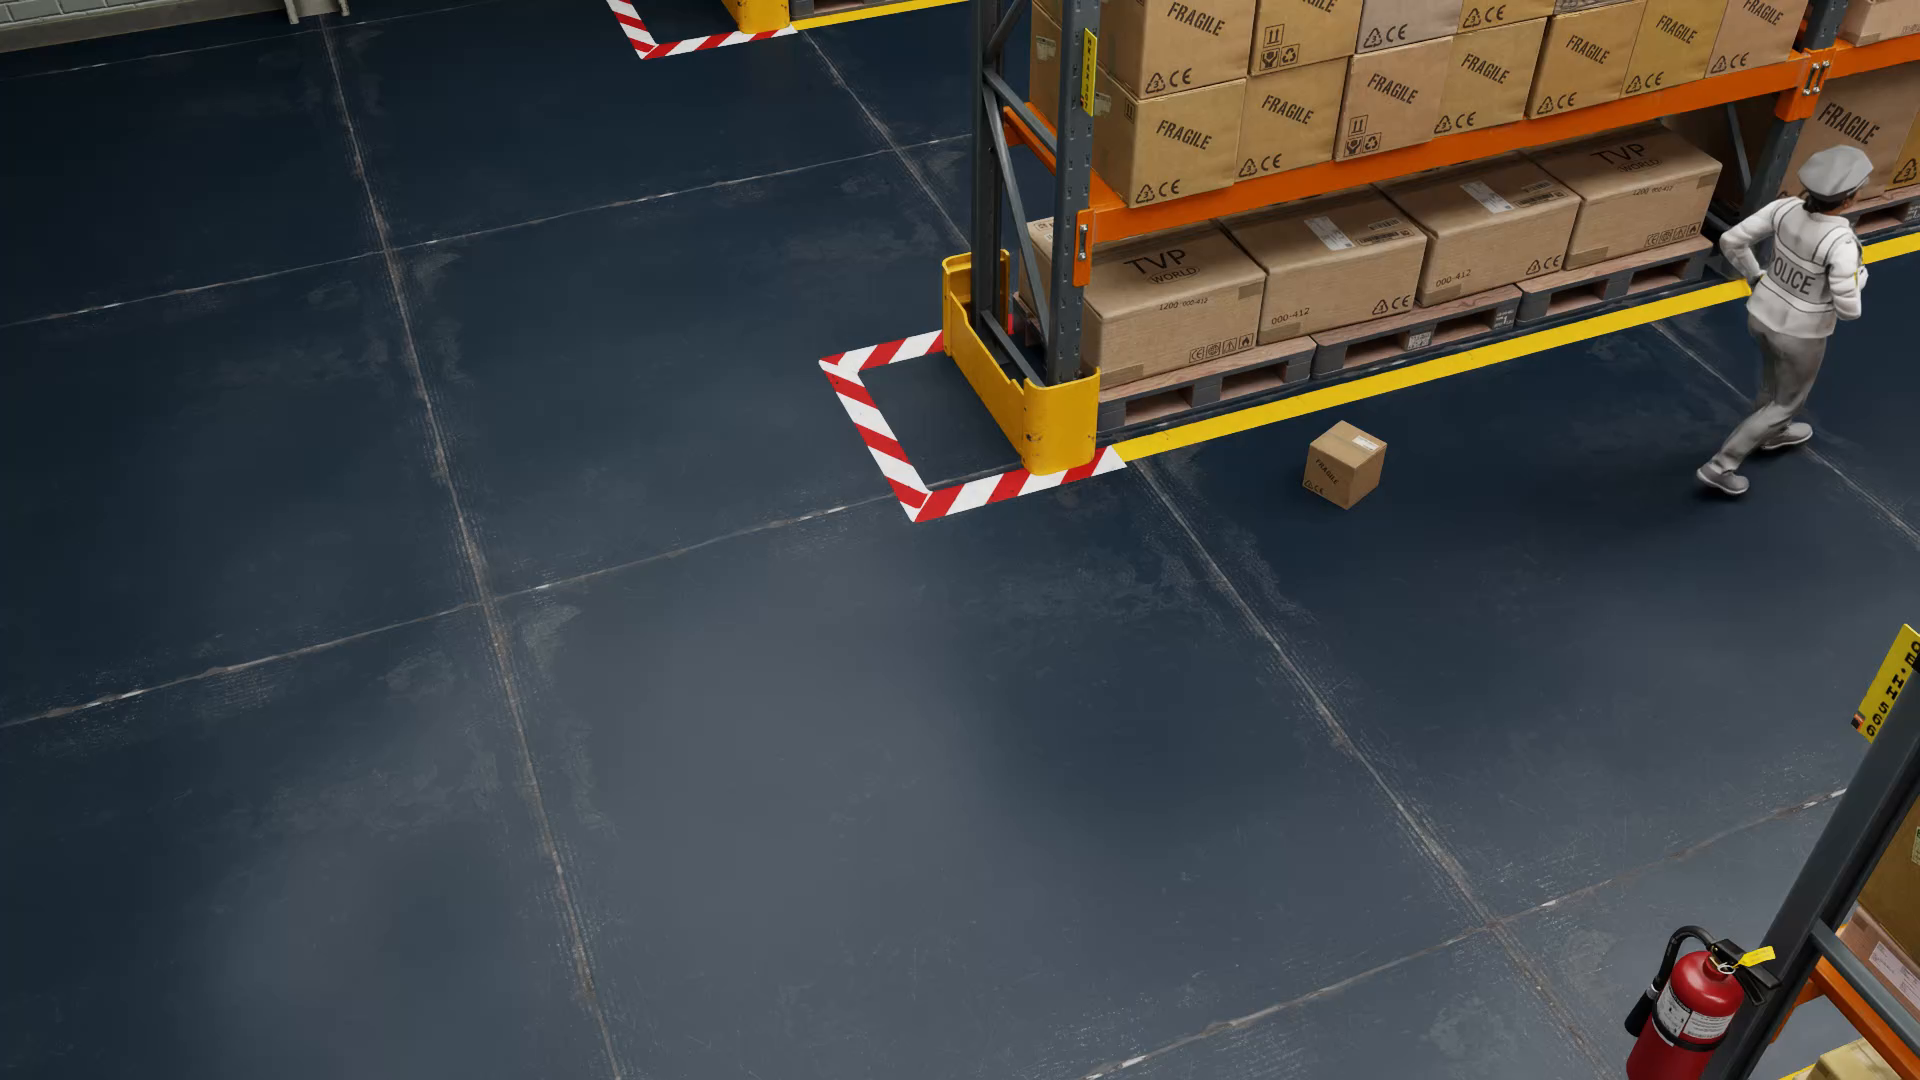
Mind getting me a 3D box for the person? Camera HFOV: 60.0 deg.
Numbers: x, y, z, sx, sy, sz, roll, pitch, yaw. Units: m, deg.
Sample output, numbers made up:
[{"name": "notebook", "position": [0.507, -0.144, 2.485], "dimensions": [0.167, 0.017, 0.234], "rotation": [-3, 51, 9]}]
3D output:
[{"name": "person", "position": [3.678, -0.970, 7.196], "dimensions": [0.777, 1.660, 0.626], "rotation": [-13, 44, -14]}]
